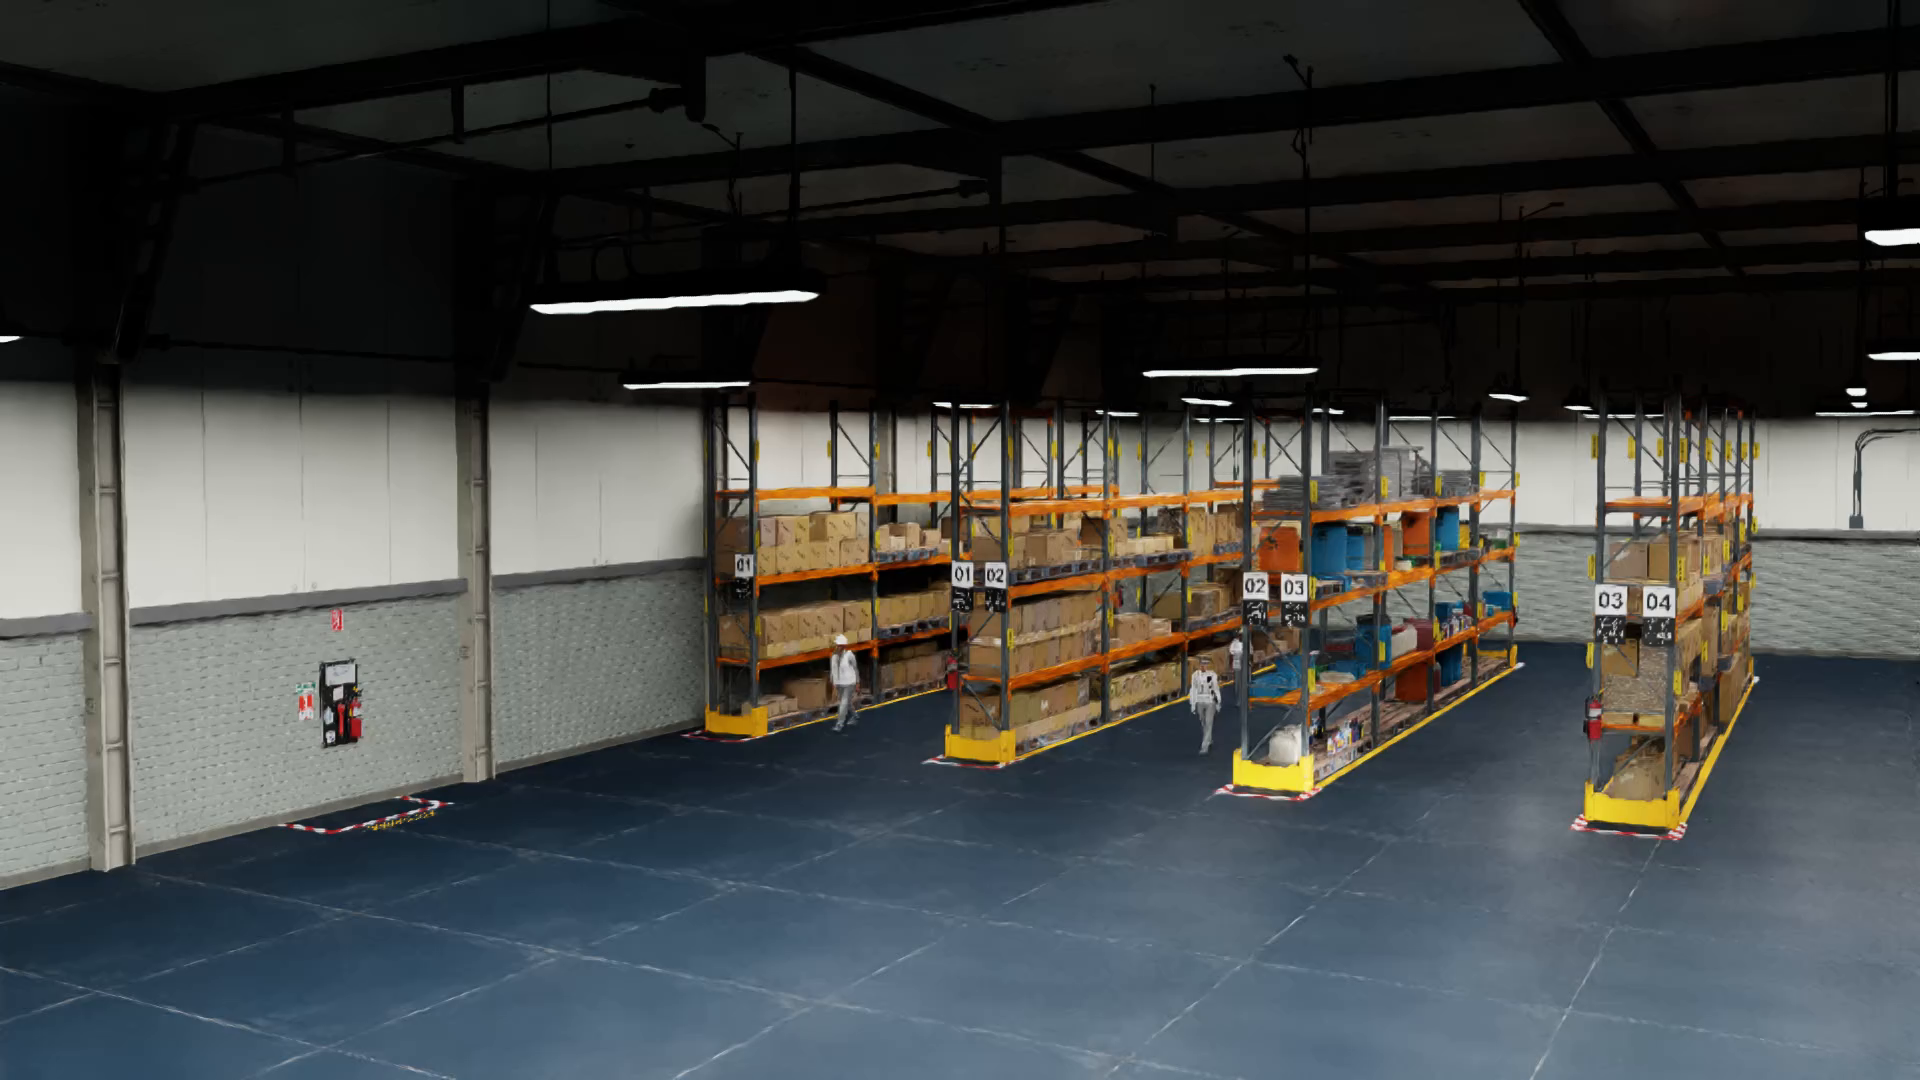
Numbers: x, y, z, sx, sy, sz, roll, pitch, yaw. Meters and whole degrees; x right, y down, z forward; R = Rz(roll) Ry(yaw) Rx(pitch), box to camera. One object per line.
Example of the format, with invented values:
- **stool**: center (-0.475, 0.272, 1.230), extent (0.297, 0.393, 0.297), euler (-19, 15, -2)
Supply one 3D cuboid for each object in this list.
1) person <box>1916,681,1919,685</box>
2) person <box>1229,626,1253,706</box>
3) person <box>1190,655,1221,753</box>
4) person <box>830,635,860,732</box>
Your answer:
- **person**: center (20.730, 2.321, 35.310), extent (0.883, 1.543, 0.459), euler (-2, 4, -36)
- **person**: center (5.414, 2.444, 32.034), extent (0.448, 1.623, 0.998), euler (1, 3, 20)
- **person**: center (4.045, 2.691, 27.586), extent (0.499, 1.587, 1.074), euler (2, 3, 27)
- **person**: center (-2.103, 2.535, 29.736), extent (0.543, 1.700, 1.115), euler (2, 4, 31)
